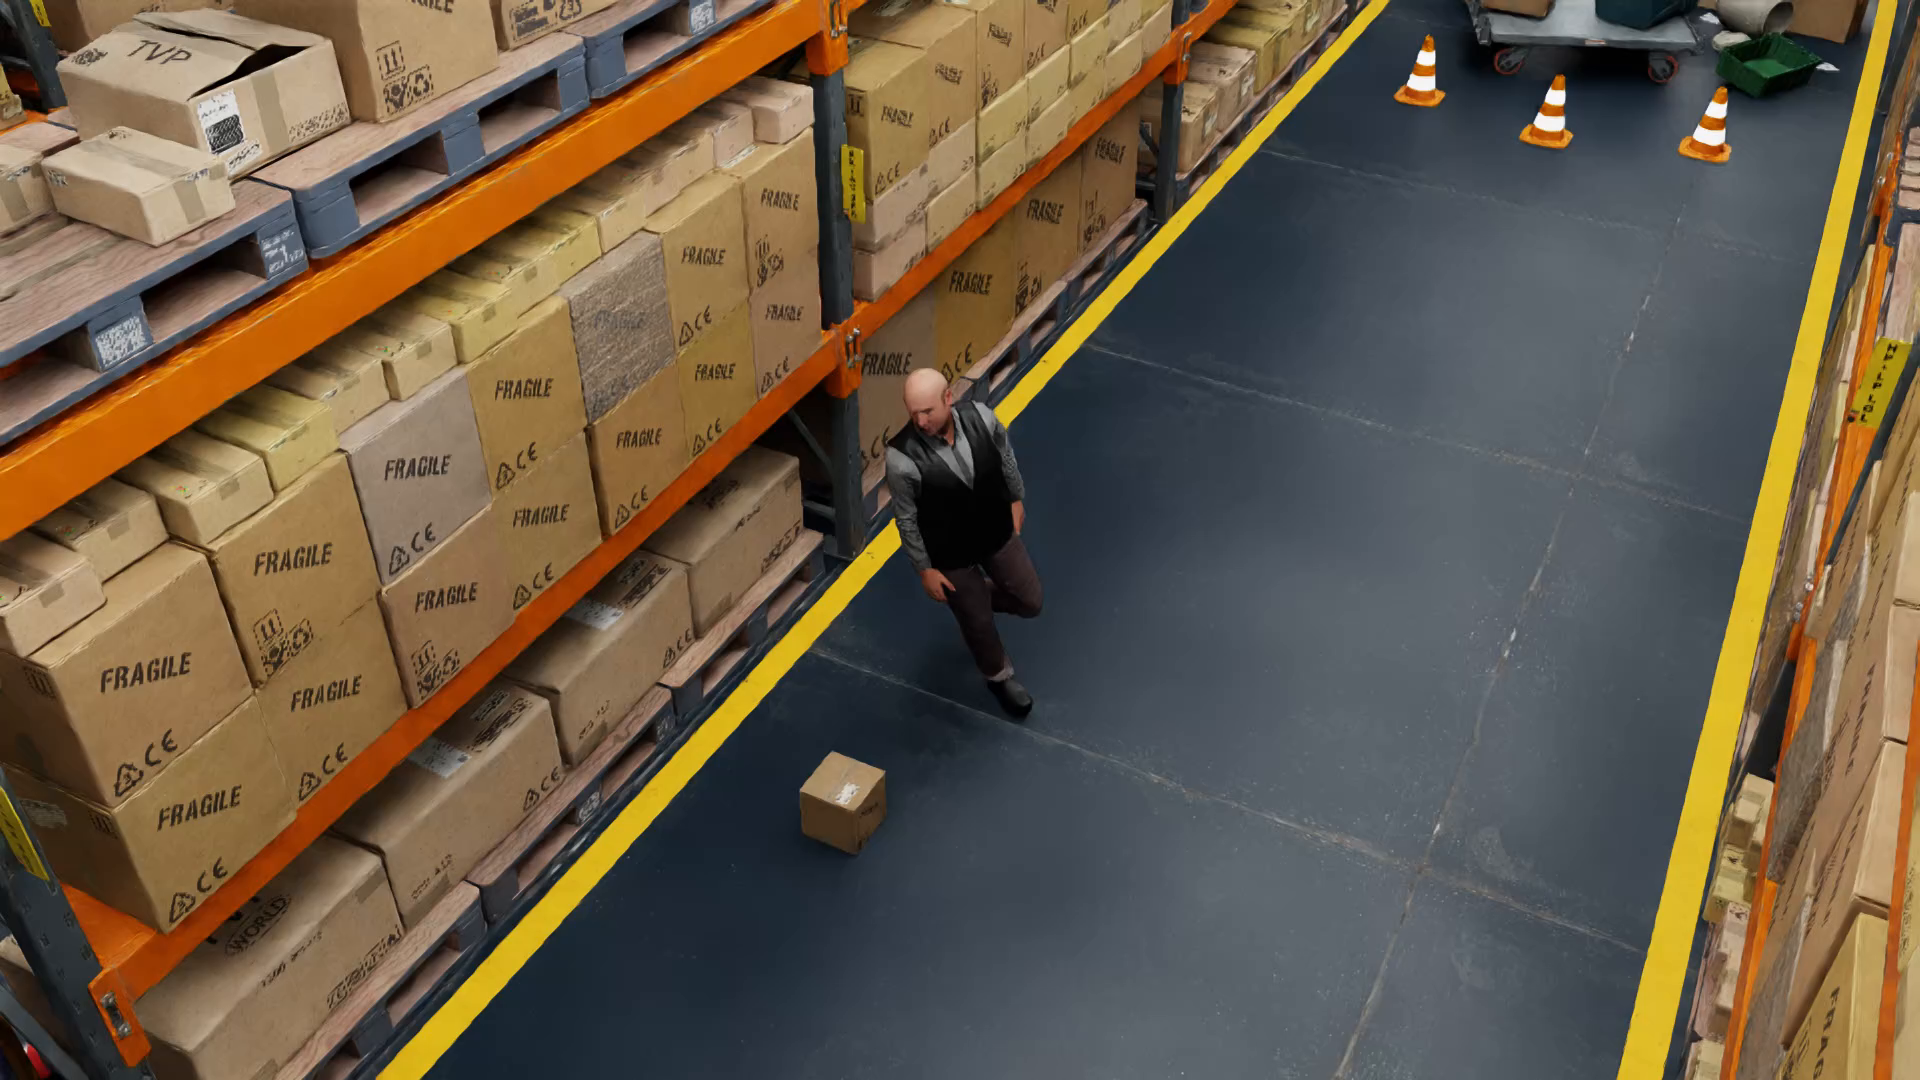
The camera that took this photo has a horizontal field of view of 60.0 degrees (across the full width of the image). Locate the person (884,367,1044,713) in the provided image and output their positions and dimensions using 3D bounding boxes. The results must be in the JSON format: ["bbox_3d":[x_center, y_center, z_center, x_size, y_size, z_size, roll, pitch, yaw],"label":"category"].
[{"bbox_3d":[0.017,0.009,6.782,0.645,1.688,0.600,-26,45,-30],"label":"person"}]
